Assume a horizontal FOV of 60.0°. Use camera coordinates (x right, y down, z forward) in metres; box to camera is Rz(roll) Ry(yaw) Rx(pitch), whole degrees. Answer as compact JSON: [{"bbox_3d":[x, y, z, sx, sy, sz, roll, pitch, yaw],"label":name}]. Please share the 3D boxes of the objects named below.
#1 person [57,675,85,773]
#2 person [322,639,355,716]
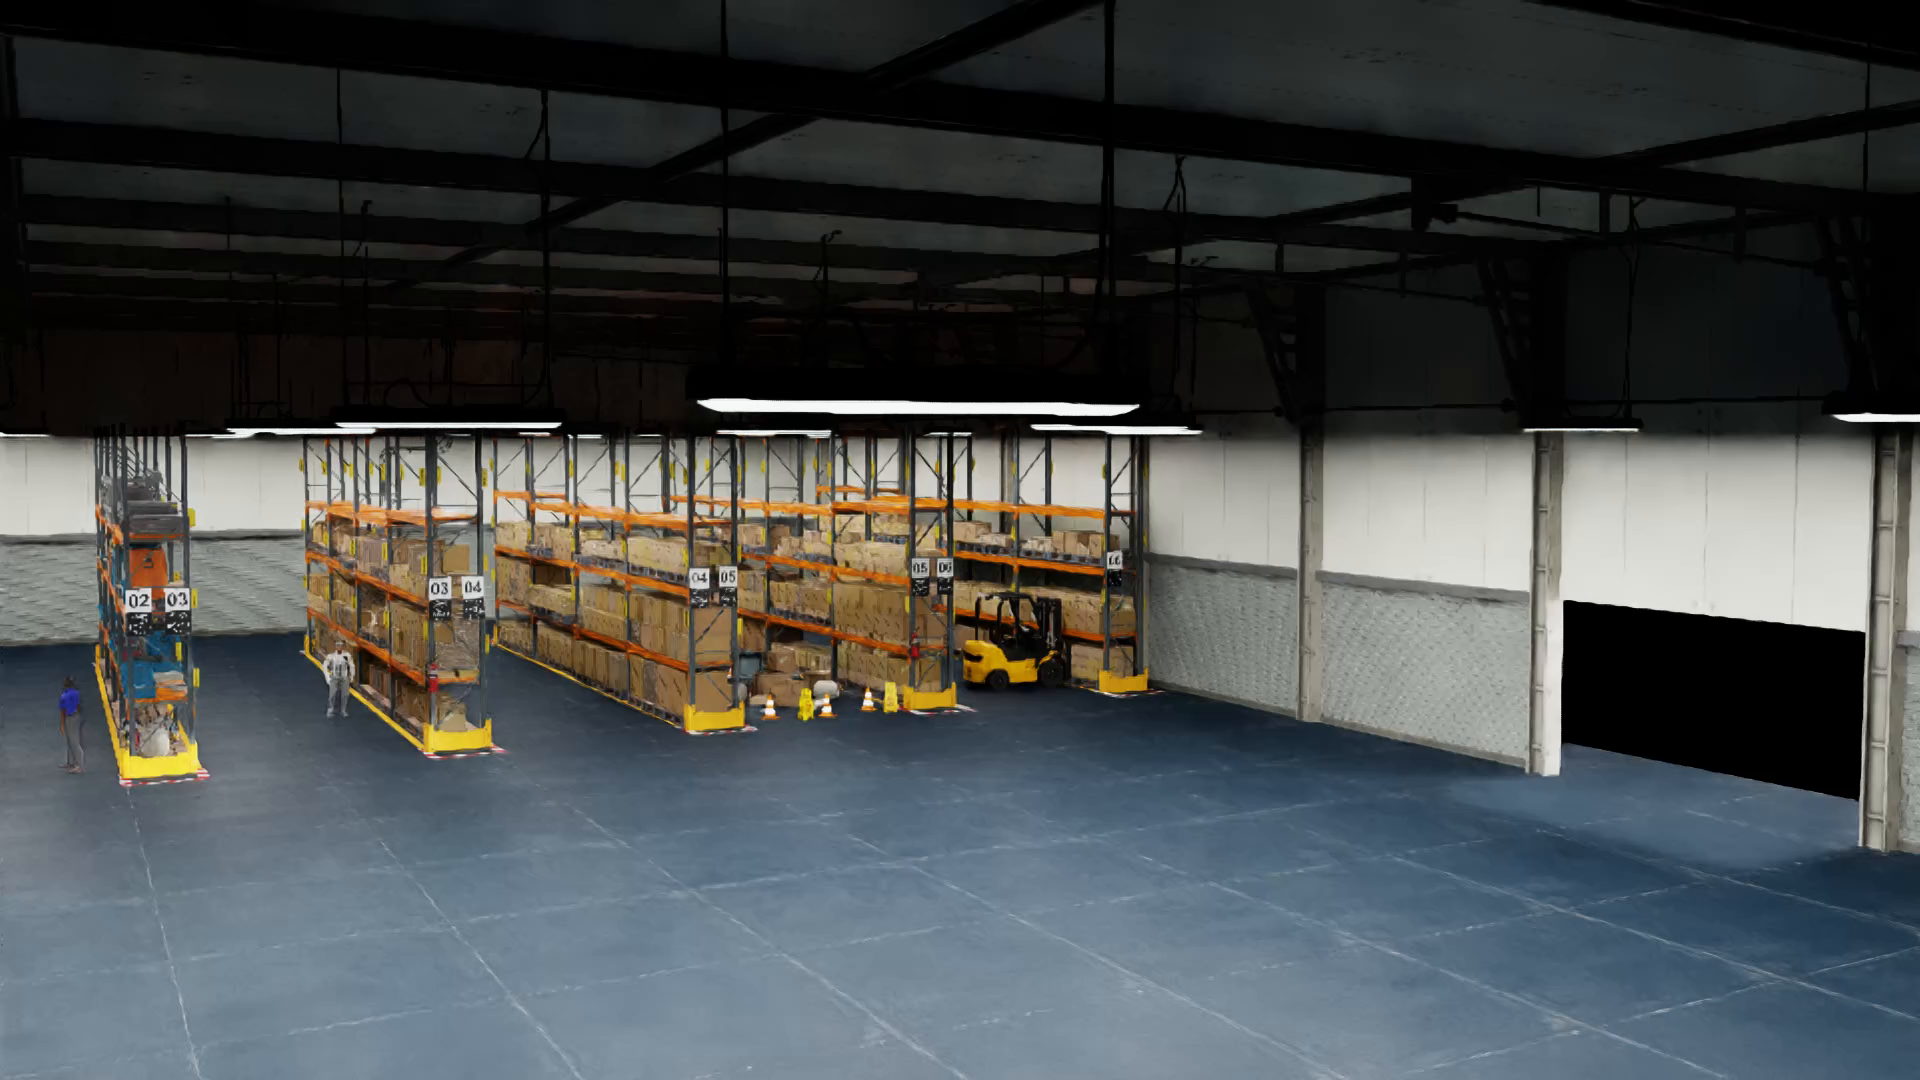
[{"bbox_3d":[-15.316,3.156,28.593,0.560,1.640,0.587,0,3,-5],"label":"person"},{"bbox_3d":[-12.833,2.834,34.350,0.639,1.631,0.508,-2,4,-30],"label":"person"}]
